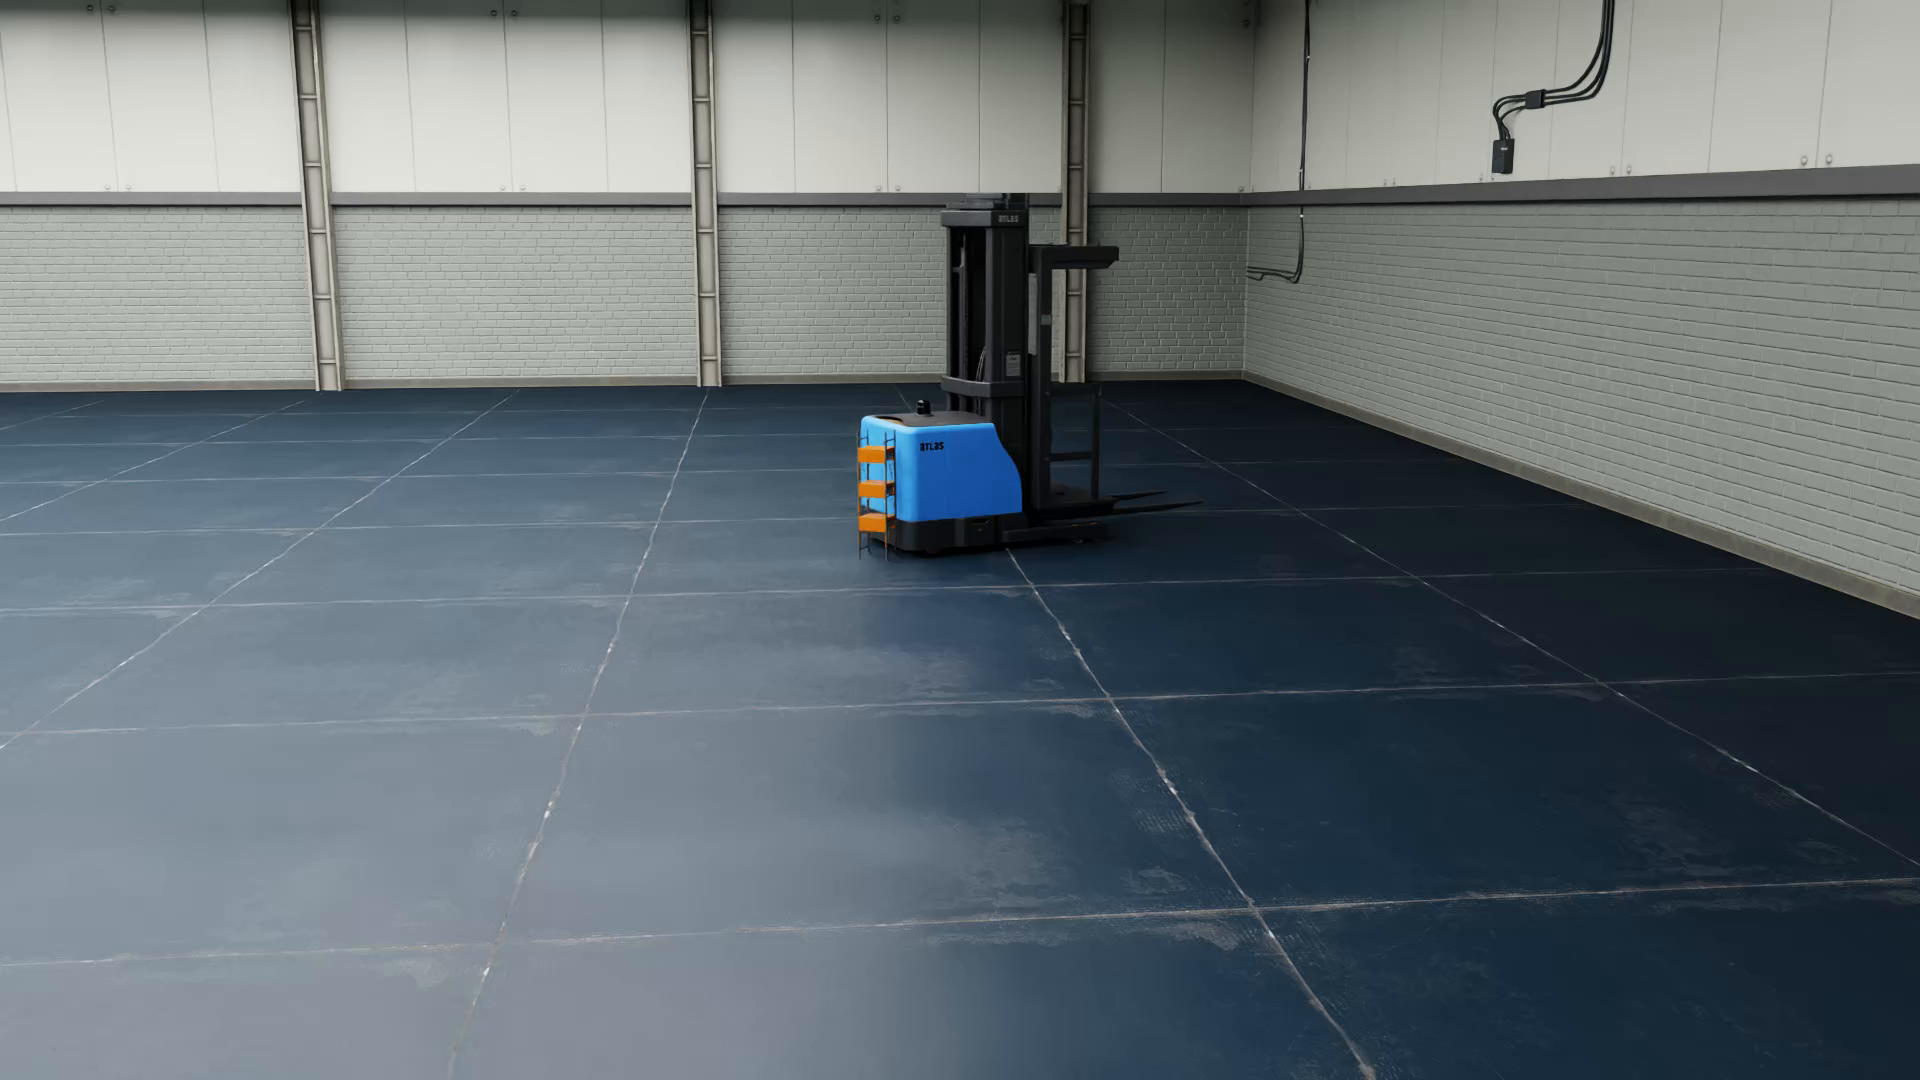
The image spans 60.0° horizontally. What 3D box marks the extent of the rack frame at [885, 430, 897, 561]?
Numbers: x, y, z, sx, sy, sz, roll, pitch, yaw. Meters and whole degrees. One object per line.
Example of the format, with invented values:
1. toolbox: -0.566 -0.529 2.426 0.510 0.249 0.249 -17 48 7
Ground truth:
1. rack frame: -0.561 -0.362 13.485 0.008 1.050 0.200 4 12 21

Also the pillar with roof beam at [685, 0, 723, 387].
1. pillar with roof beam: -3.629 -6.119 22.163 0.548 9.000 9.100 -1 11 -6

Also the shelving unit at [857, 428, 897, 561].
1. shelving unit: -0.675 -0.370 13.529 0.252 1.050 0.215 4 12 21

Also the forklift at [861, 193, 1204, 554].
1. forklift: 0.698 -1.493 14.364 3.031 2.935 1.130 -5 12 -26

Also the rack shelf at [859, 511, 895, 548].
1. rack shelf: -0.675 -0.087 13.585 0.240 0.259 0.215 4 12 21

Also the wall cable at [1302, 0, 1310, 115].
1. wall cable: 5.235 -7.313 23.194 0.112 2.526 3.097 -1 11 -6

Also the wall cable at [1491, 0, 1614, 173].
1. wall cable: 5.952 -6.725 16.430 0.169 6.003 2.305 -1 11 -6

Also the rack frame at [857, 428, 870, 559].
1. rack frame: -0.788 -0.379 13.573 0.008 1.050 0.200 4 12 21

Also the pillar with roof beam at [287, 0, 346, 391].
1. pillar with roof beam: -9.594 -5.994 21.527 0.400 9.000 9.100 -1 11 -6

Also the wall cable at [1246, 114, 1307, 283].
1. wall cable: 4.943 -5.353 26.320 0.112 2.526 3.097 -1 11 -6

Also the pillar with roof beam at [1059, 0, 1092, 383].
1. pillar with roof beam: 2.336 -6.244 22.799 0.548 9.000 9.100 -1 11 -6

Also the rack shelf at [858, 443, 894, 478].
1. rack shelf: -0.675 -0.638 13.476 0.240 0.259 0.215 4 12 21

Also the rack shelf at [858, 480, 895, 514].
1. rack shelf: -0.675 -0.360 13.531 0.240 0.259 0.215 4 12 21
